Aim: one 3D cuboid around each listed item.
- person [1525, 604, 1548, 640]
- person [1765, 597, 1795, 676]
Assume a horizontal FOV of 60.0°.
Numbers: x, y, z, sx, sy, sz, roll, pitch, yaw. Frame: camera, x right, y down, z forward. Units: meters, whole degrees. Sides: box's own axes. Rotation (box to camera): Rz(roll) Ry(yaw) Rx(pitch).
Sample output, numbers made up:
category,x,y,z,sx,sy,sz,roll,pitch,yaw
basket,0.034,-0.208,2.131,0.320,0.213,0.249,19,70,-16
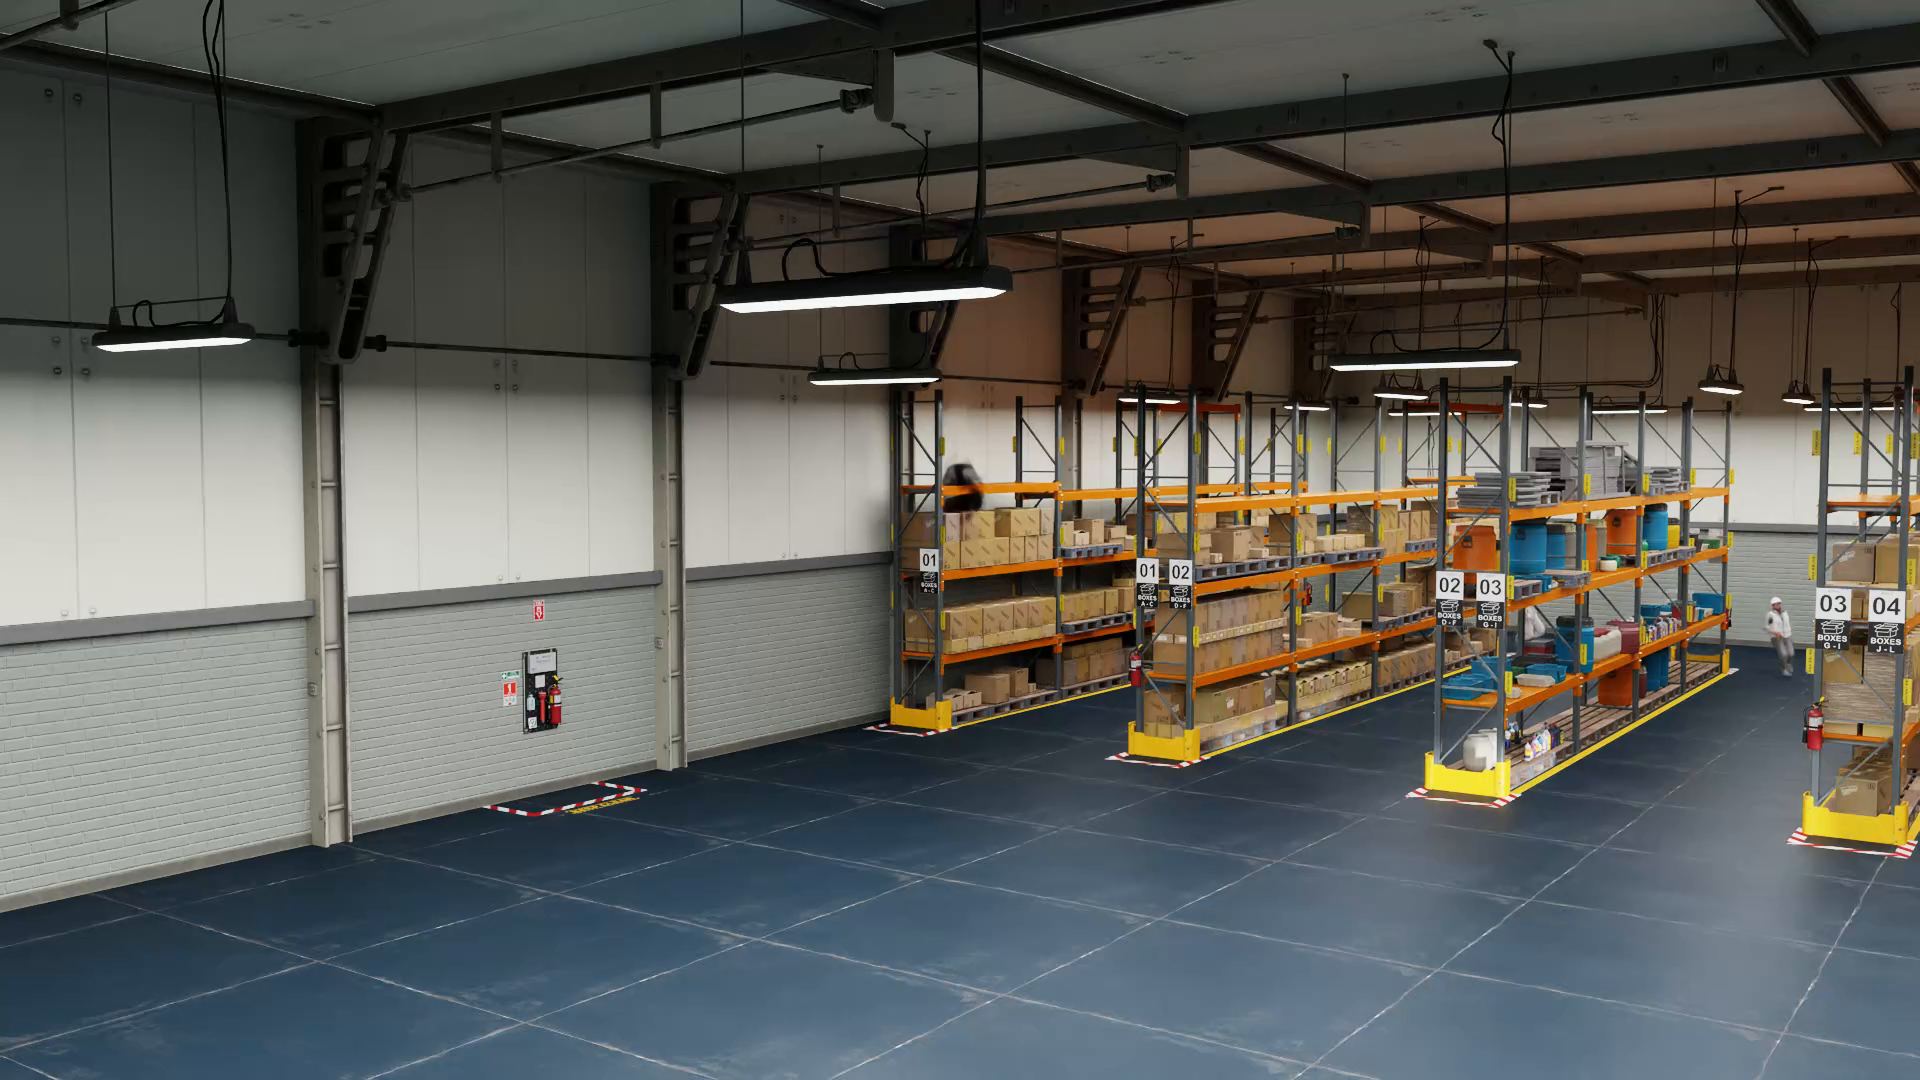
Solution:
category,x,y,z,sx,sy,sz,roll,pitch,yaw
person,13.738,1.873,39.868,0.649,1.746,0.614,-2,4,-30
person,17.867,2.107,36.163,0.694,1.720,0.554,0,3,5
